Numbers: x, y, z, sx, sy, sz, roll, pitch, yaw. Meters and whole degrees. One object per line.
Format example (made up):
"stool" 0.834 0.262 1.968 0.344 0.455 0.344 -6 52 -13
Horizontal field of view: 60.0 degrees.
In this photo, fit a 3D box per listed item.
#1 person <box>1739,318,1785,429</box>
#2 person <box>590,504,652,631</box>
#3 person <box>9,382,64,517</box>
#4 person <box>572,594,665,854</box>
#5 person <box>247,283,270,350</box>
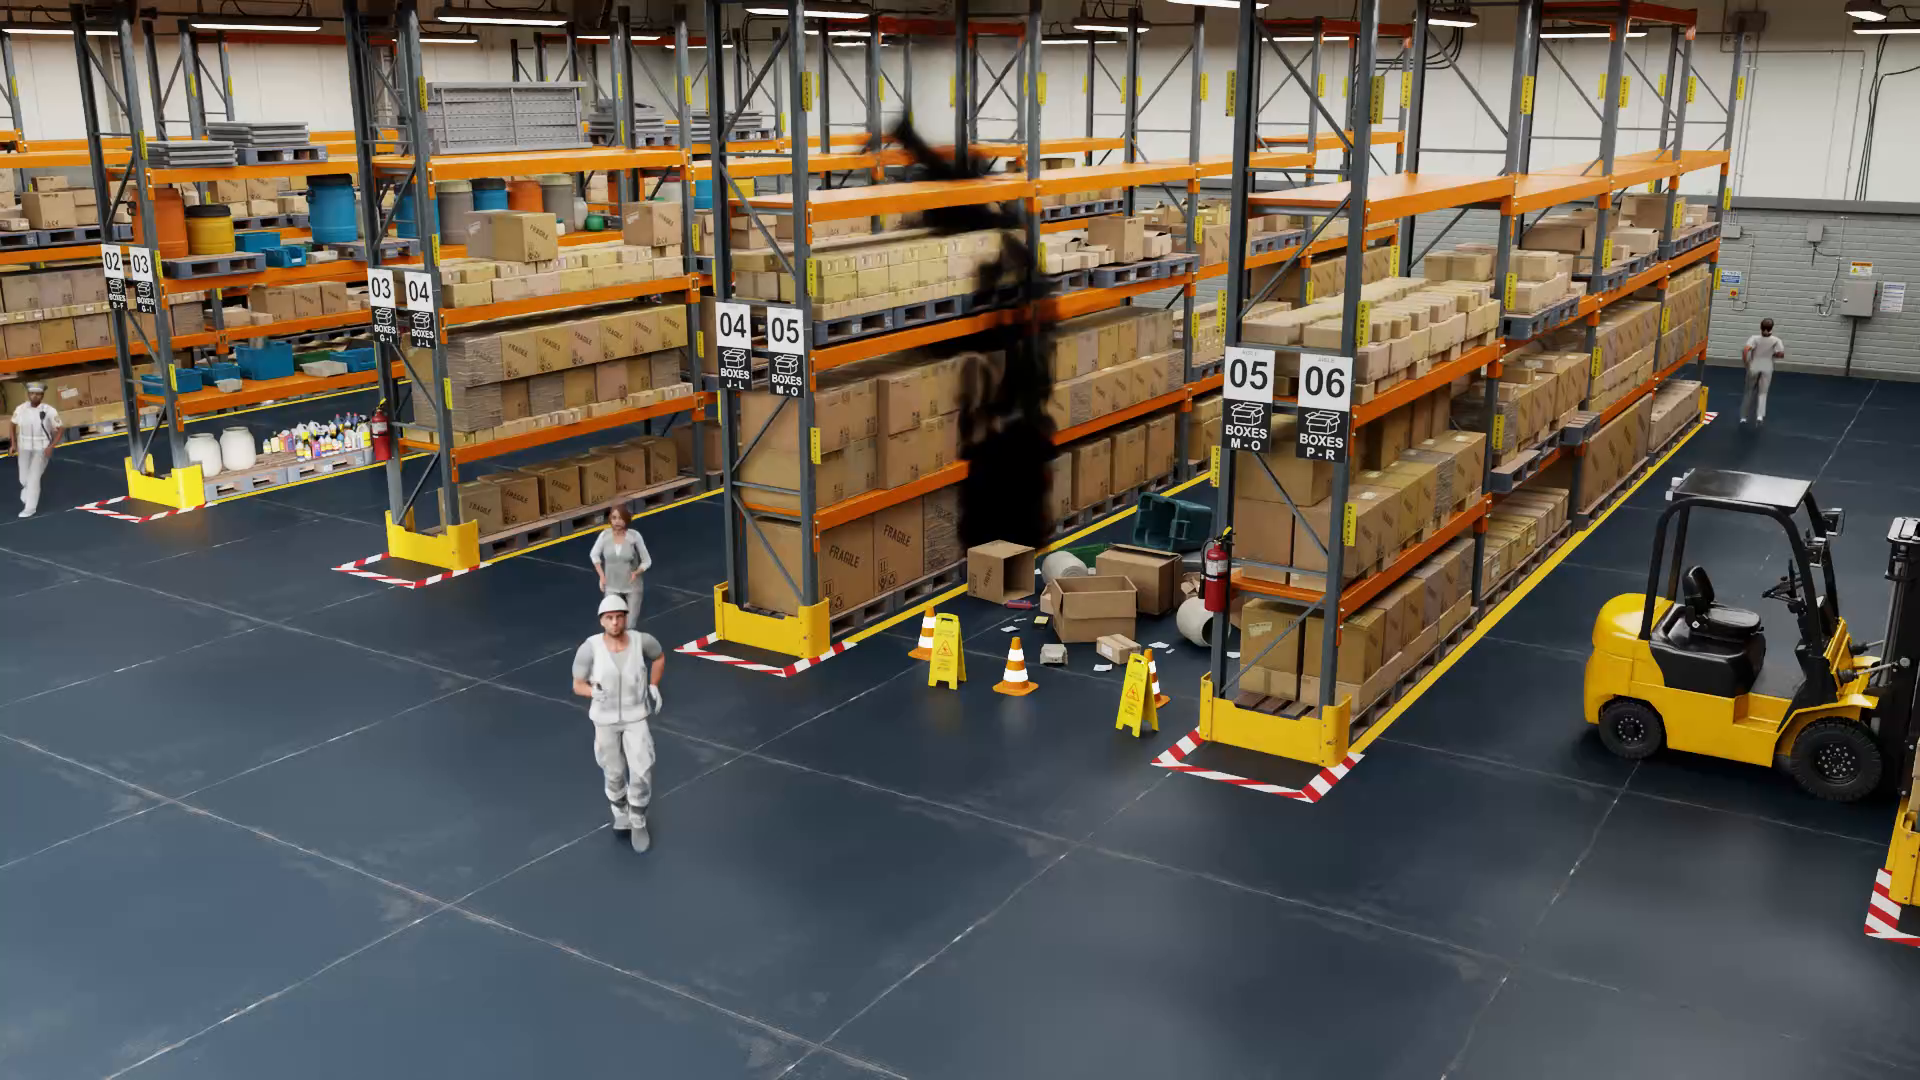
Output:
"person" 12.021 -2.500 24.975 0.586 1.671 0.944 7 17 24
"person" -2.993 0.508 14.677 0.549 1.453 0.521 -1 16 -4
"person" -11.220 -1.122 20.226 0.613 1.621 0.522 -5 16 -16
"person" -2.306 1.265 11.360 0.631 1.823 0.694 -3 16 -12
"person" -12.449 -3.810 29.724 0.702 1.721 0.589 5 16 18
